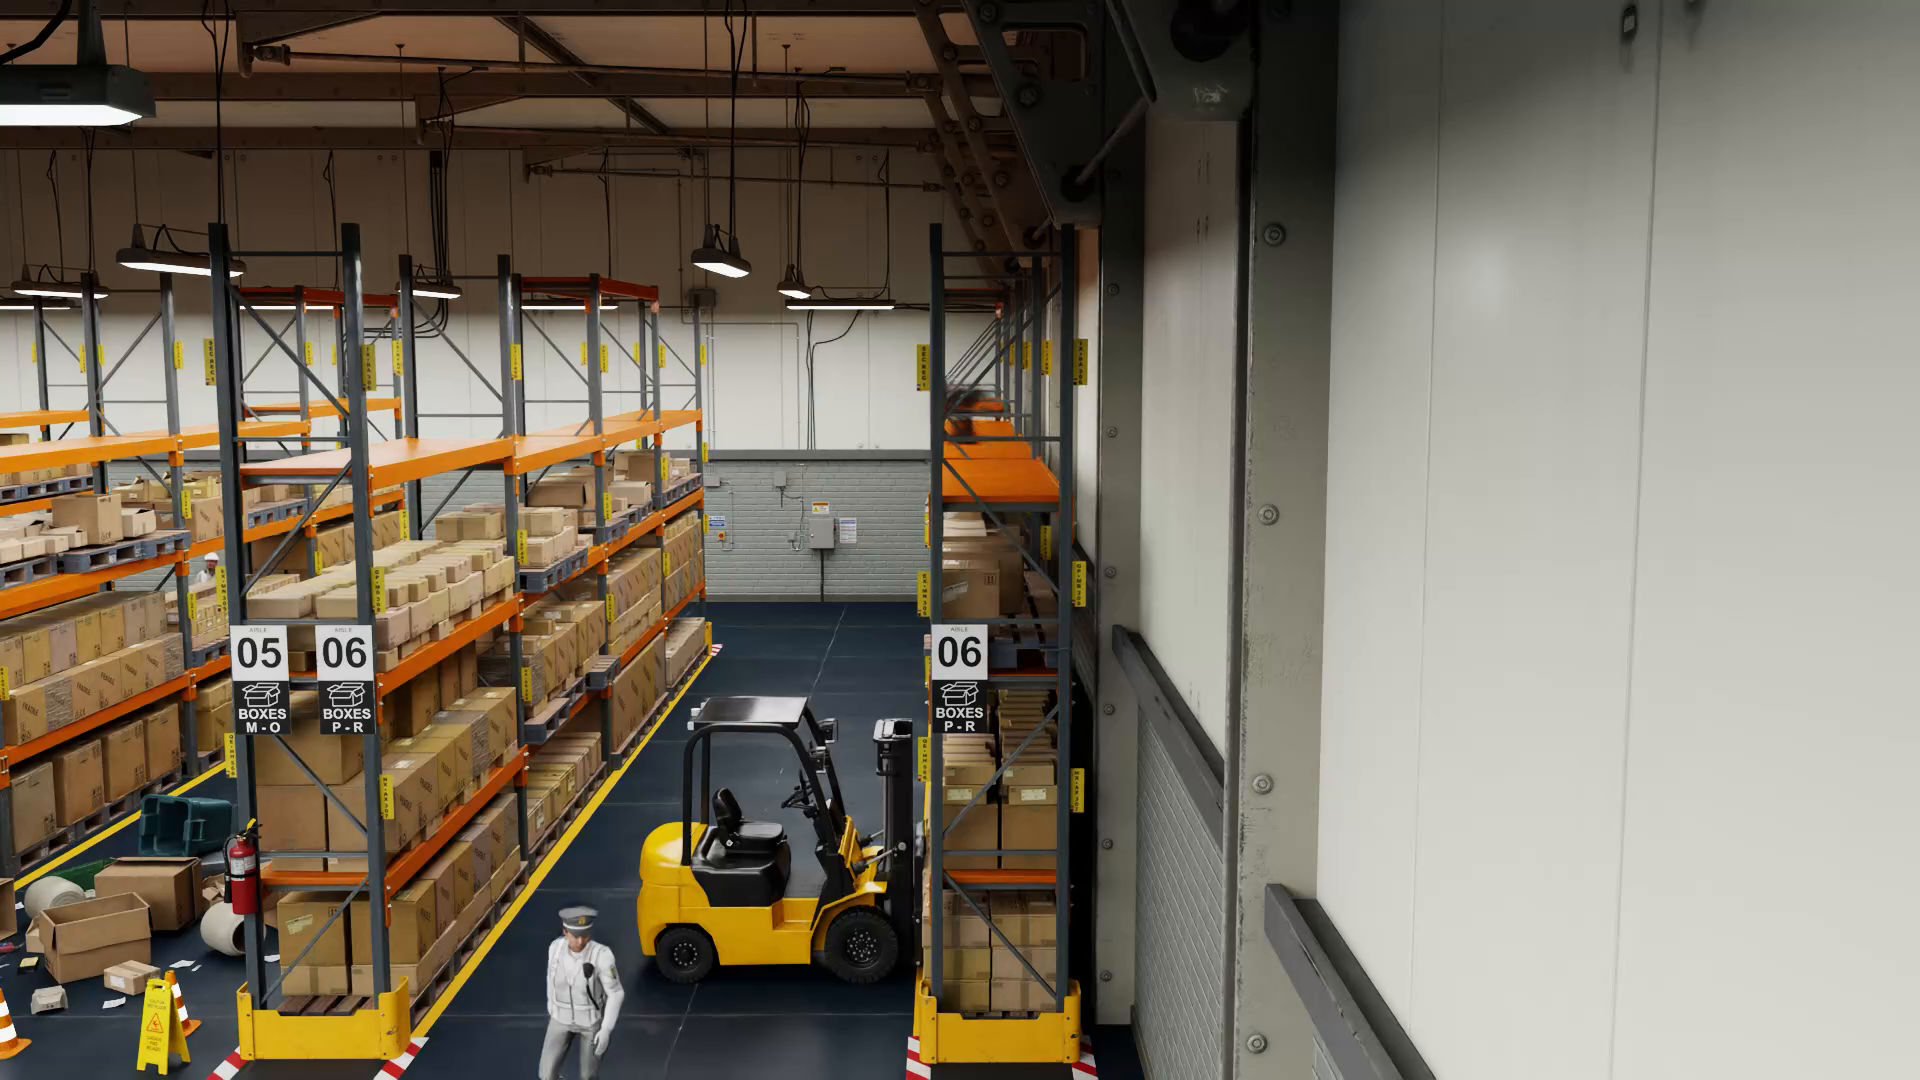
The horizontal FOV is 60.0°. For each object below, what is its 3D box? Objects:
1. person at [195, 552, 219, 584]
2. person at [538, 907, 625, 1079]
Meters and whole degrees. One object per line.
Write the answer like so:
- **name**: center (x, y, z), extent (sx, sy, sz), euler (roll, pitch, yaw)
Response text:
- **person**: center (-12.267, 1.099, 27.390), extent (0.606, 1.825, 0.833), euler (0, 7, 0)
- **person**: center (-2.437, 3.113, 10.737), extent (0.600, 1.610, 0.669), euler (0, 7, 4)
